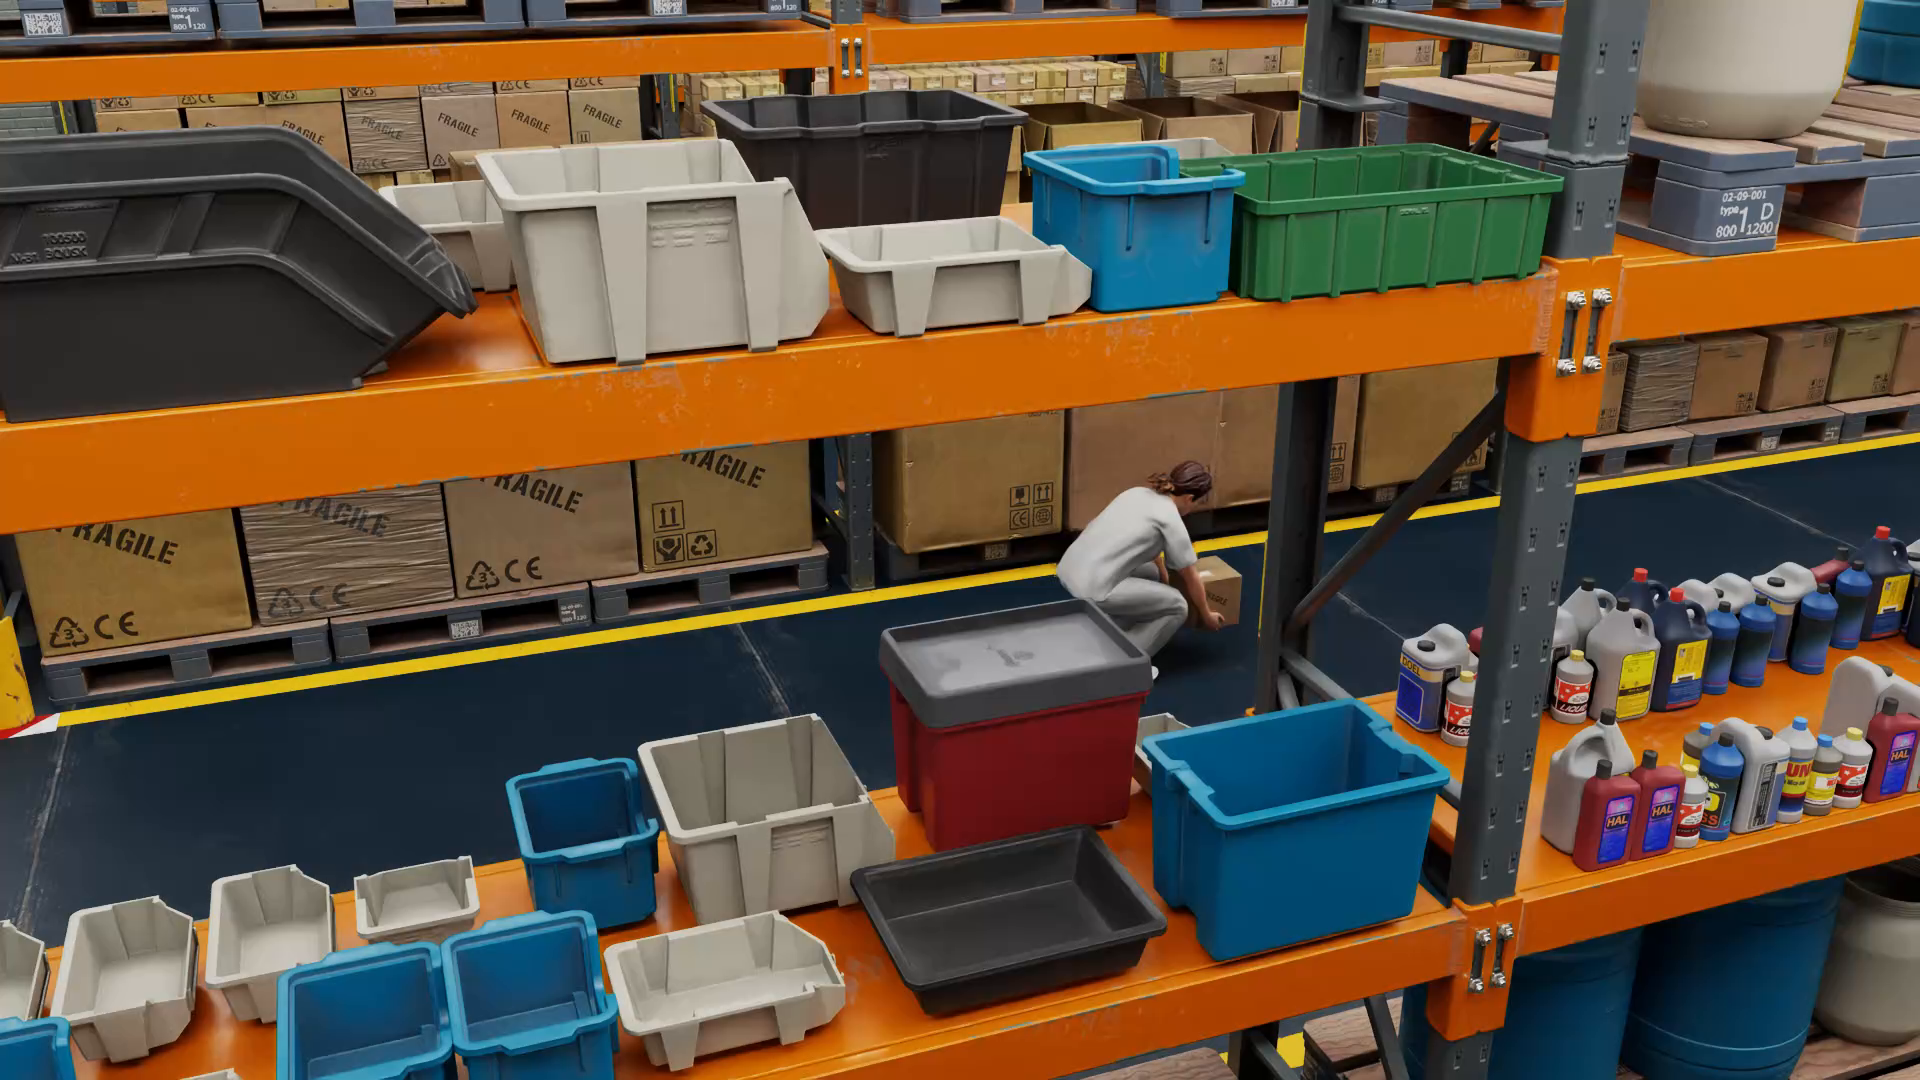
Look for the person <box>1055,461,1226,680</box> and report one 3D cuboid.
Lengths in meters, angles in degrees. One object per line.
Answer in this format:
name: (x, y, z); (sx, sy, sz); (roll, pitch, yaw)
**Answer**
person: (0.817, 0.144, 7.662); (0.785, 0.978, 0.488); (-8, 24, -19)
